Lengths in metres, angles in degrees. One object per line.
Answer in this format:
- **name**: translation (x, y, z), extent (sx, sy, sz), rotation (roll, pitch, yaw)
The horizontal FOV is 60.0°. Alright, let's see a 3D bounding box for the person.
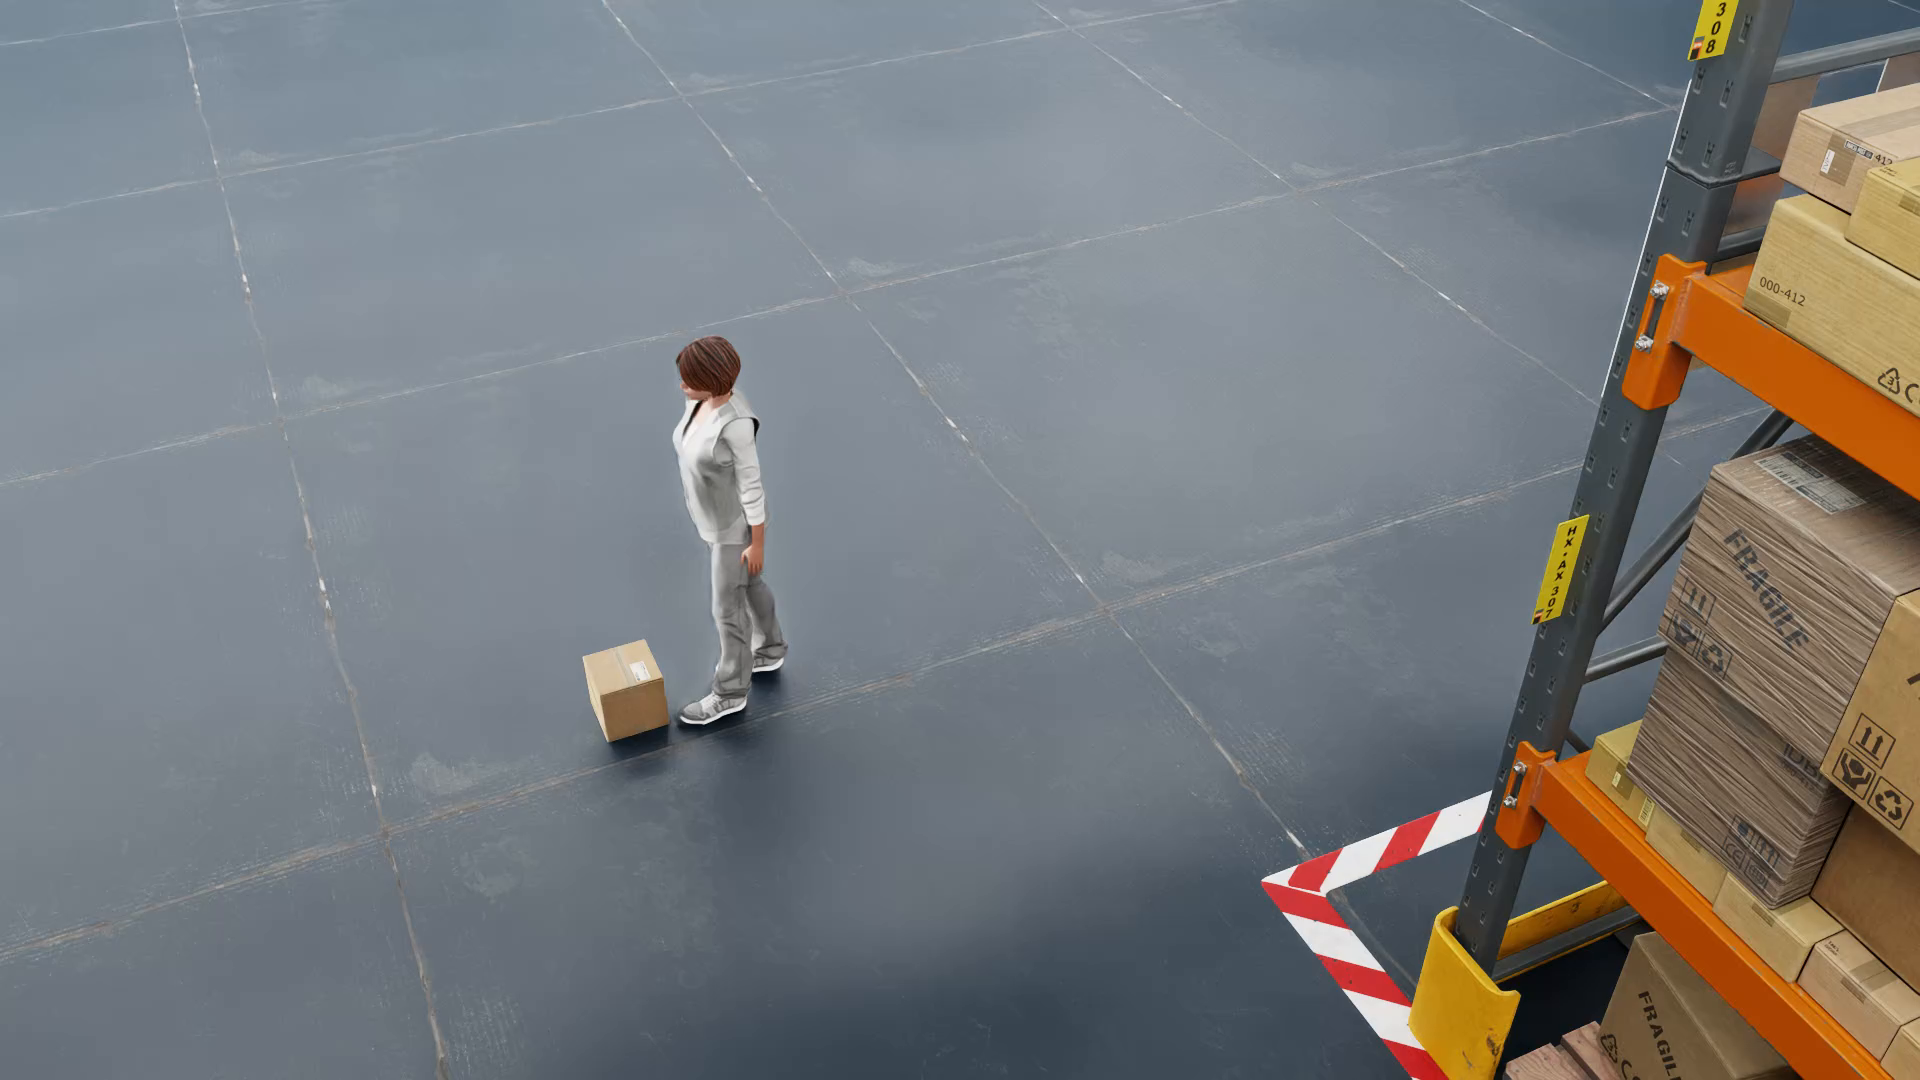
- **person**: translation (-0.923, -0.054, 6.219), extent (0.502, 1.600, 0.438), rotation (-16, 40, -19)
